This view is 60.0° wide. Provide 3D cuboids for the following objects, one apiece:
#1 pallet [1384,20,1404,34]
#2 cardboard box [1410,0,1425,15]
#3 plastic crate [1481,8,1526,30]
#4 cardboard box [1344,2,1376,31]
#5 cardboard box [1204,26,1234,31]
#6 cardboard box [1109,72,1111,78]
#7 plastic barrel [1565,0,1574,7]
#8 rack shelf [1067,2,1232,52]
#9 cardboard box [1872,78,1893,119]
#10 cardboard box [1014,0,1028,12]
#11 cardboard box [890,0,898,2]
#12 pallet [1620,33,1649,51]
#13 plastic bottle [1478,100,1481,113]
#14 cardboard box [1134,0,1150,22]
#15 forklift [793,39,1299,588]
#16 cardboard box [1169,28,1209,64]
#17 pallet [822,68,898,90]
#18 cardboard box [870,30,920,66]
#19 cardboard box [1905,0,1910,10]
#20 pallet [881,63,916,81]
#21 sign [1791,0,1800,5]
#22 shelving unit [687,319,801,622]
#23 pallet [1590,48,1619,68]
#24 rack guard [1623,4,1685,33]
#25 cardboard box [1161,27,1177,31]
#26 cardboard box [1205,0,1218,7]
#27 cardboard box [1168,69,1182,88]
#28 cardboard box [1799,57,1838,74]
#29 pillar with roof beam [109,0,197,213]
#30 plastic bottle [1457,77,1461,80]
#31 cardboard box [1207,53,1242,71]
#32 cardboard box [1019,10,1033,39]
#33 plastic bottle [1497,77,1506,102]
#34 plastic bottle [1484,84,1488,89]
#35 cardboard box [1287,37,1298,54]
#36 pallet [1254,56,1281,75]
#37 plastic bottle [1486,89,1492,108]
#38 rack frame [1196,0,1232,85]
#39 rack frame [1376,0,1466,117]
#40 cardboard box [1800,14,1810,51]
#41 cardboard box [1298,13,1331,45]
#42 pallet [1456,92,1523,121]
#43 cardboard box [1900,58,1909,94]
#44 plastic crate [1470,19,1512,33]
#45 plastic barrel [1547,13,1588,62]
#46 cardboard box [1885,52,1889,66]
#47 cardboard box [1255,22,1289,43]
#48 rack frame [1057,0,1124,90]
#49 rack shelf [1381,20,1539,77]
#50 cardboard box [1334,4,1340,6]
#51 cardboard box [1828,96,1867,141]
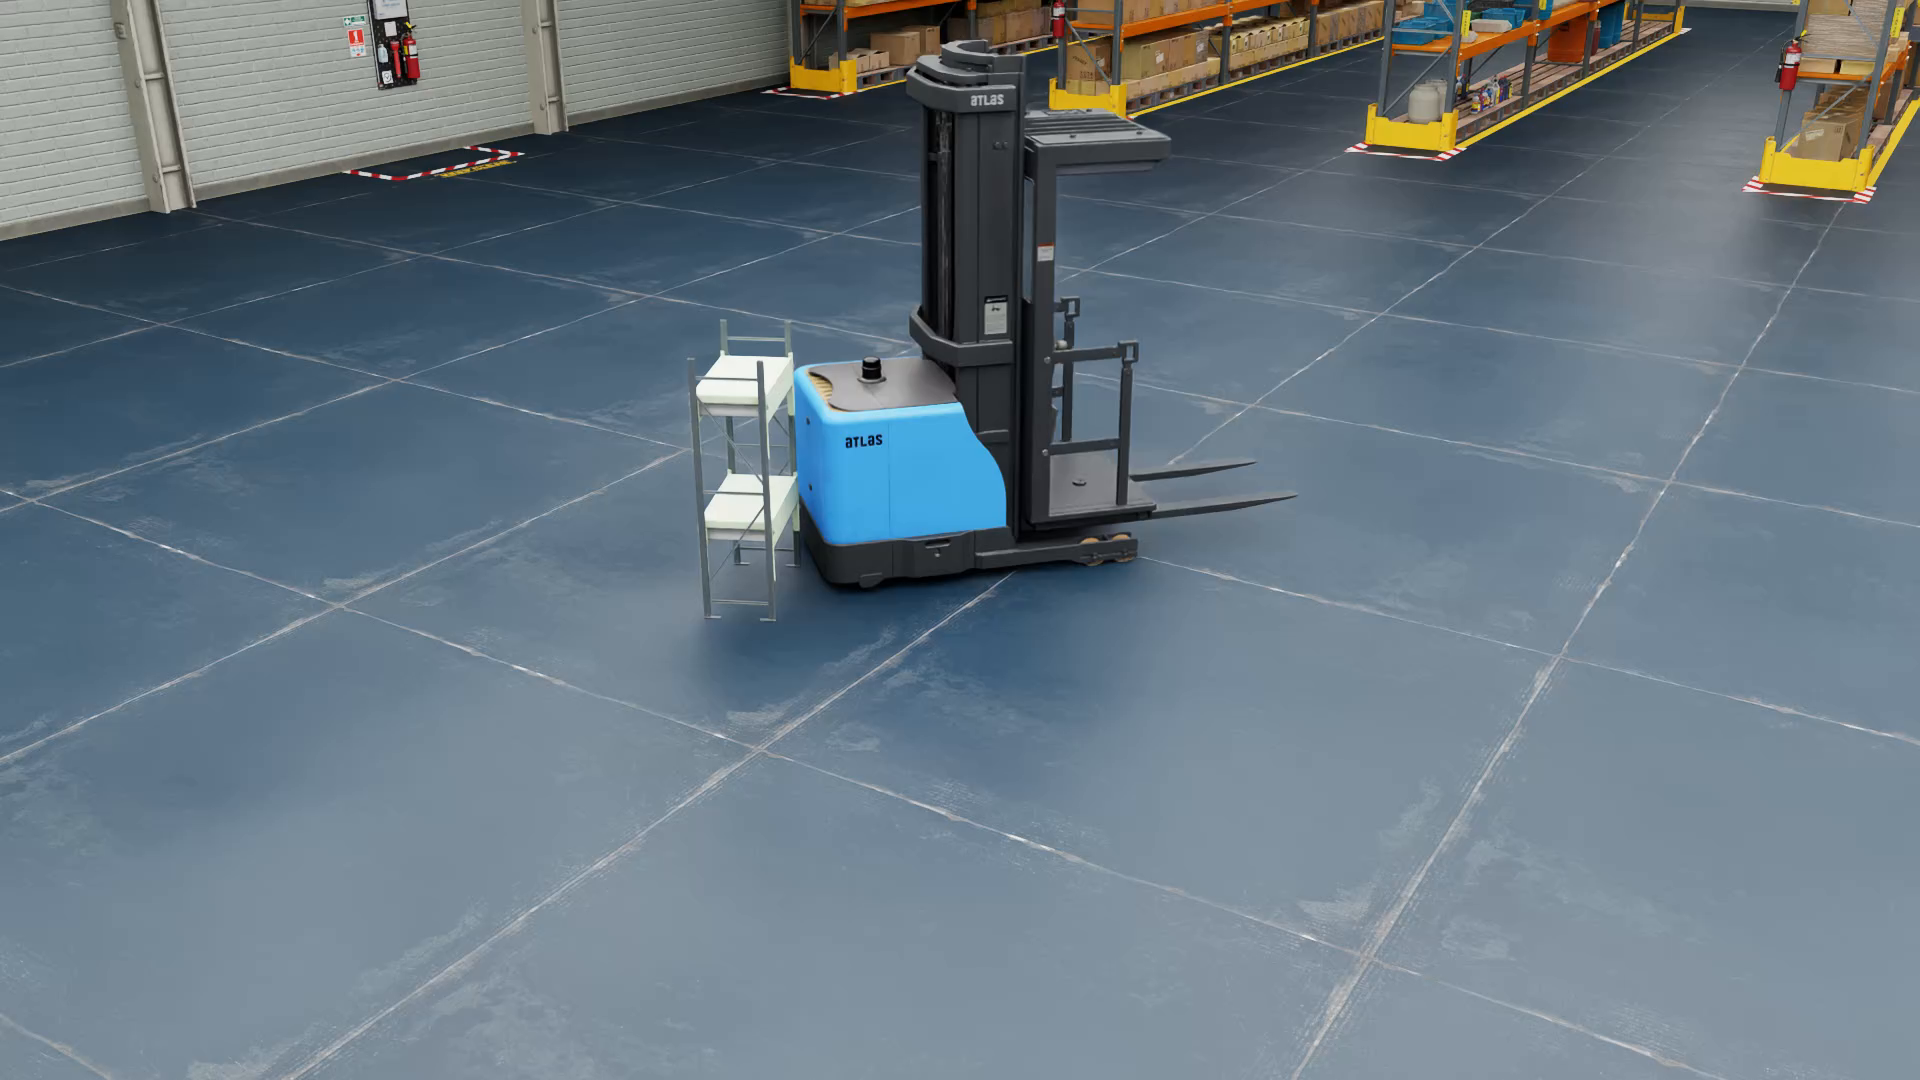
[{"bbox_3d":[8.612,-10.760,34.840,1.003,0.211,1.213,14,27,29],"label":"pallet"},{"bbox_3d":[9.754,-11.549,36.059,0.500,0.250,0.500,14,27,29],"label":"cardboard box"},{"bbox_3d":[7.882,-7.570,24.149,0.499,0.251,0.616,14,27,29],"label":"plastic crate"},{"bbox_3d":[7.964,-10.471,33.256,0.500,0.500,0.500,14,27,29],"label":"cardboard box"},{"bbox_3d":[4.533,-8.838,29.117,0.500,0.311,0.500,14,27,29],"label":"cardboard box"},{"bbox_3d":[2.204,-7.103,25.815,0.500,0.250,0.500,14,27,29],"label":"cardboard box"},{"bbox_3d":[9.761,-8.936,26.976,0.421,0.512,0.421,0,23,0],"label":"plastic barrel"},{"bbox_3d":[2.974,-8.103,26.098,1.077,0.370,4.000,14,27,29],"label":"rack shelf"},{"bbox_3d":[12.785,-6.288,23.593,0.700,0.500,0.500,12,26,25],"label":"cardboard box"},{"bbox_3d":[0.972,-10.286,31.884,0.500,0.250,0.500,14,27,29],"label":"cardboard box"},{"bbox_3d":[-1.229,-9.182,27.849,0.500,0.250,0.500,13,27,28],"label":"cardboard box"},{"bbox_3d":[12.810,-9.746,32.496,1.003,0.211,1.213,14,27,29],"label":"pallet"},{"bbox_3d":[7.401,-6.218,23.807,0.097,0.201,0.097,0,23,0],"label":"plastic bottle"},{"bbox_3d":[2.449,-8.137,25.145,0.700,0.500,0.500,15,27,30],"label":"cardboard box"},{"bbox_3d":[0.563,-1.384,9.757,3.031,2.935,1.130,-6,24,-15],"label":"forklift"},{"bbox_3d":[3.696,-8.015,26.976,0.500,0.500,0.500,14,27,29],"label":"cardboard box"},{"bbox_3d":[-1.793,-7.808,28.020,1.003,0.211,1.213,14,27,29],"label":"pallet"},{"bbox_3d":[-1.120,-8.494,28.688,0.700,0.500,0.500,12,26,26],"label":"cardboard box"},{"bbox_3d":[11.387,-6.787,20.393,0.500,0.500,0.500,14,27,29],"label":"cardboard box"},{"bbox_3d":[-1.149,-8.218,28.967,1.003,0.211,1.213,14,27,29],"label":"pallet"},{"bbox_3d":[9.872,-6.480,19.589,0.100,0.325,0.005,14,27,29],"label":"sign"},{"bbox_3d":[-1.182,-0.393,9.269,0.431,1.500,0.755,2,24,5],"label":"shelving unit"},{"bbox_3d":[11.370,-8.824,30.368,1.003,0.211,1.213,14,27,29],"label":"pallet"},{"bbox_3d":[14.566,-10.983,34.991,1.175,0.500,0.348,14,27,29],"label":"rack guard"},{"bbox_3d":[3.261,-8.122,27.224,0.500,0.500,0.500,14,27,29],"label":"cardboard box"},{"bbox_3d":[3.800,-9.003,27.145,0.700,0.500,0.500,13,27,28],"label":"cardboard box"},{"bbox_3d":[3.183,-7.329,26.337,0.500,0.250,0.500,14,27,29],"label":"cardboard box"},{"bbox_3d":[10.308,-5.705,19.969,0.380,0.149,0.250,14,27,29],"label":"cardboard box"},{"bbox_3d":[-5.330,-7.013,15.124,9.100,9.000,0.400,14,27,29],"label":"pillar with roof beam"},{"bbox_3d":[7.547,-6.890,25.265,0.152,0.276,0.135,15,28,31],"label":"plastic bottle"},{"bbox_3d":[4.452,-8.123,28.171,0.500,0.250,0.500,13,27,28],"label":"cardboard box"},{"bbox_3d":[0.984,-9.973,32.104,0.700,0.500,0.500,14,27,29],"label":"cardboard box"},{"bbox_3d":[8.039,-6.713,24.761,0.144,0.351,0.185,12,26,26],"label":"plastic bottle"},{"bbox_3d":[7.768,-6.586,24.552,0.061,0.283,0.133,14,27,29],"label":"plastic bottle"},{"bbox_3d":[5.799,-8.986,30.164,0.500,0.250,0.500,14,27,28],"label":"cardboard box"},{"bbox_3d":[5.027,-8.499,29.616,1.003,0.211,1.213,14,27,29],"label":"pallet"},{"bbox_3d":[7.686,-6.433,24.215,0.097,0.271,0.097,0,23,0],"label":"plastic bottle"},{"bbox_3d":[4.029,-9.108,27.514,1.000,3.000,0.127,14,27,29],"label":"rack frame"},{"bbox_3d":[6.125,-6.719,21.995,1.000,3.000,0.127,14,27,29],"label":"rack frame"},{"bbox_3d":[10.808,-6.237,20.382,0.875,0.500,0.500,14,27,29],"label":"cardboard box"},{"bbox_3d":[6.622,-9.607,31.258,0.500,0.500,0.500,15,28,31],"label":"cardboard box"},{"bbox_3d":[7.845,-6.571,25.164,1.003,0.211,1.213,14,27,29],"label":"pallet"},{"bbox_3d":[14.216,-7.205,25.711,0.700,0.500,0.500,12,26,26],"label":"cardboard box"},{"bbox_3d":[7.594,-7.347,23.777,0.530,0.136,0.437,14,27,29],"label":"plastic crate"},{"bbox_3d":[10.588,-8.784,28.969,0.600,0.830,0.708,14,27,29],"label":"plastic barrel"},{"bbox_3d":[11.230,-5.945,20.524,0.380,0.149,0.250,14,27,29],"label":"cardboard box"},{"bbox_3d":[5.534,-9.072,29.656,0.500,0.311,0.500,14,27,29],"label":"cardboard box"},{"bbox_3d":[1.919,-7.758,24.395,1.000,3.000,0.127,14,27,29],"label":"rack frame"},{"bbox_3d":[7.180,-7.064,23.697,1.077,0.370,4.000,14,27,29],"label":"rack shelf"},{"bbox_3d":[7.245,-10.401,33.094,0.500,0.500,0.500,14,27,30],"label":"cardboard box"},{"bbox_3d":[11.641,-5.529,21.864,0.500,0.500,0.500,11,26,24],"label":"cardboard box"}]
